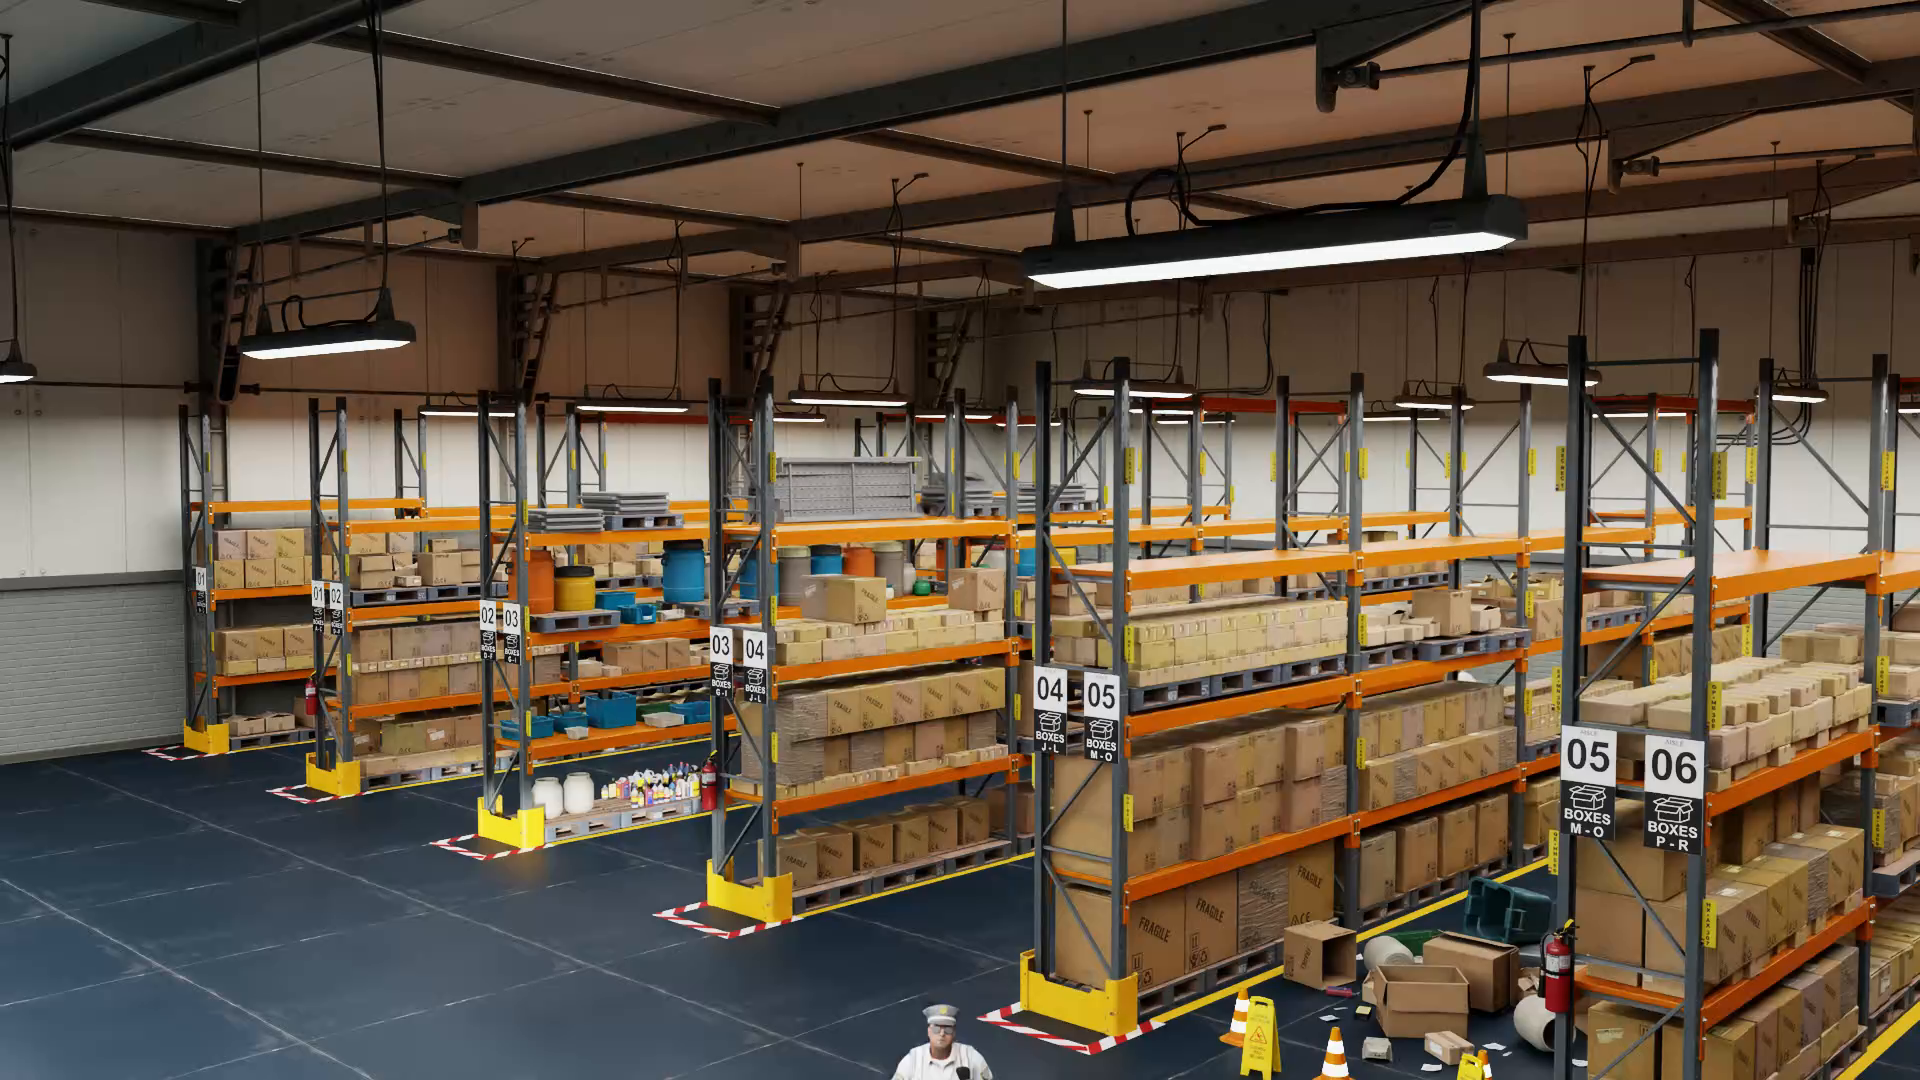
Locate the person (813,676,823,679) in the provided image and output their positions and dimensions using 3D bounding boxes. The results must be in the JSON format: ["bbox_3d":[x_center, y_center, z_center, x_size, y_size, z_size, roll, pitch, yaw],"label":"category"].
[{"bbox_3d":[-2.293,2.723,28.927,0.636,1.821,0.843,3,4,41],"label":"person"}]

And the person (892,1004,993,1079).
[{"bbox_3d":[-0.107,3.756,10.473,0.682,1.737,0.657,0,3,-5],"label":"person"}]

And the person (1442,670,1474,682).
[{"bbox_3d":[8.149,2.830,27.345,0.681,1.816,0.926,3,4,40],"label":"person"}]
